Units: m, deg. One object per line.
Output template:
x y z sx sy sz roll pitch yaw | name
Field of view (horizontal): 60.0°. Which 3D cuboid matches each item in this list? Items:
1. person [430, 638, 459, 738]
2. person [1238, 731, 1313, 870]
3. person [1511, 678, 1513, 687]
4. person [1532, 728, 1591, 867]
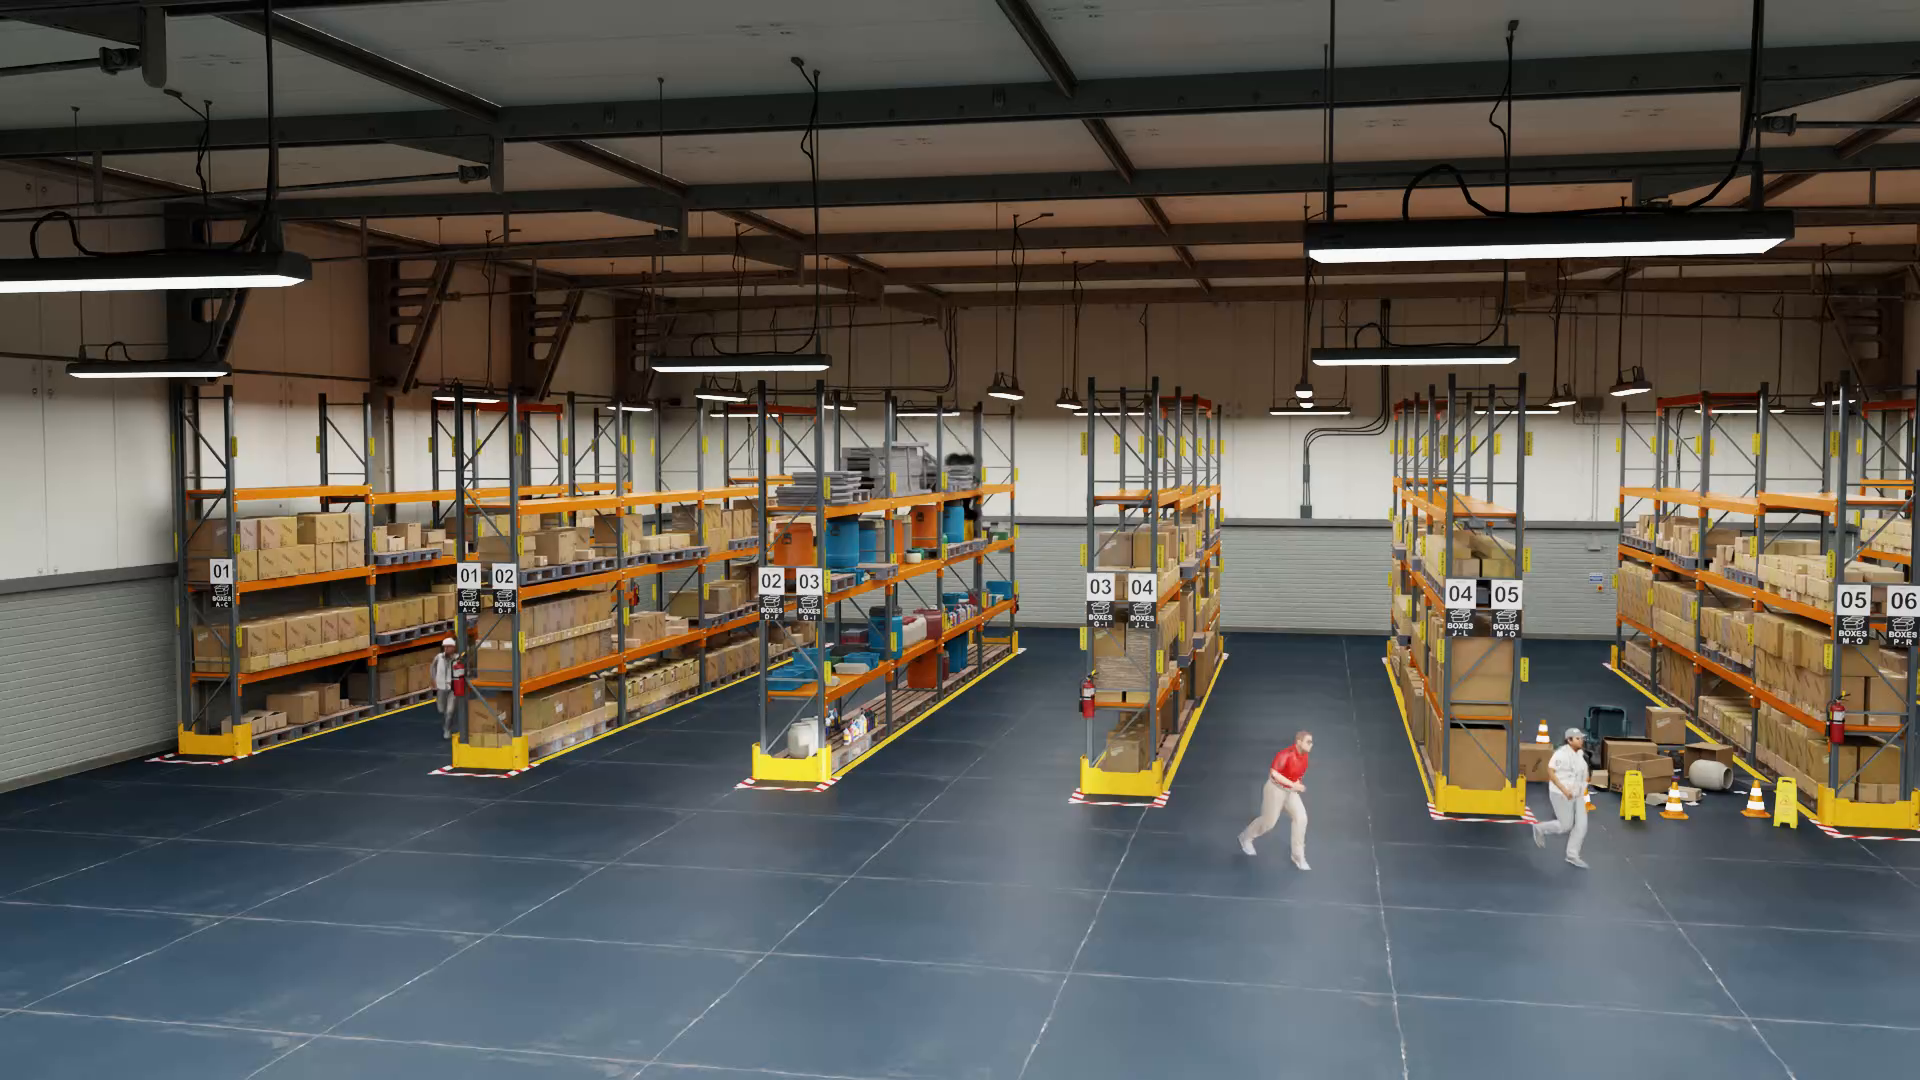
-8.837 2.550 28.760 0.691 1.734 0.691 0 3 0 | person
3.803 3.090 20.004 1.013 1.697 0.706 3 4 43 | person
10.981 2.273 33.643 0.642 1.779 1.023 1 3 12 | person
7.327 3.083 20.082 0.629 1.637 0.671 -3 4 -38 | person
